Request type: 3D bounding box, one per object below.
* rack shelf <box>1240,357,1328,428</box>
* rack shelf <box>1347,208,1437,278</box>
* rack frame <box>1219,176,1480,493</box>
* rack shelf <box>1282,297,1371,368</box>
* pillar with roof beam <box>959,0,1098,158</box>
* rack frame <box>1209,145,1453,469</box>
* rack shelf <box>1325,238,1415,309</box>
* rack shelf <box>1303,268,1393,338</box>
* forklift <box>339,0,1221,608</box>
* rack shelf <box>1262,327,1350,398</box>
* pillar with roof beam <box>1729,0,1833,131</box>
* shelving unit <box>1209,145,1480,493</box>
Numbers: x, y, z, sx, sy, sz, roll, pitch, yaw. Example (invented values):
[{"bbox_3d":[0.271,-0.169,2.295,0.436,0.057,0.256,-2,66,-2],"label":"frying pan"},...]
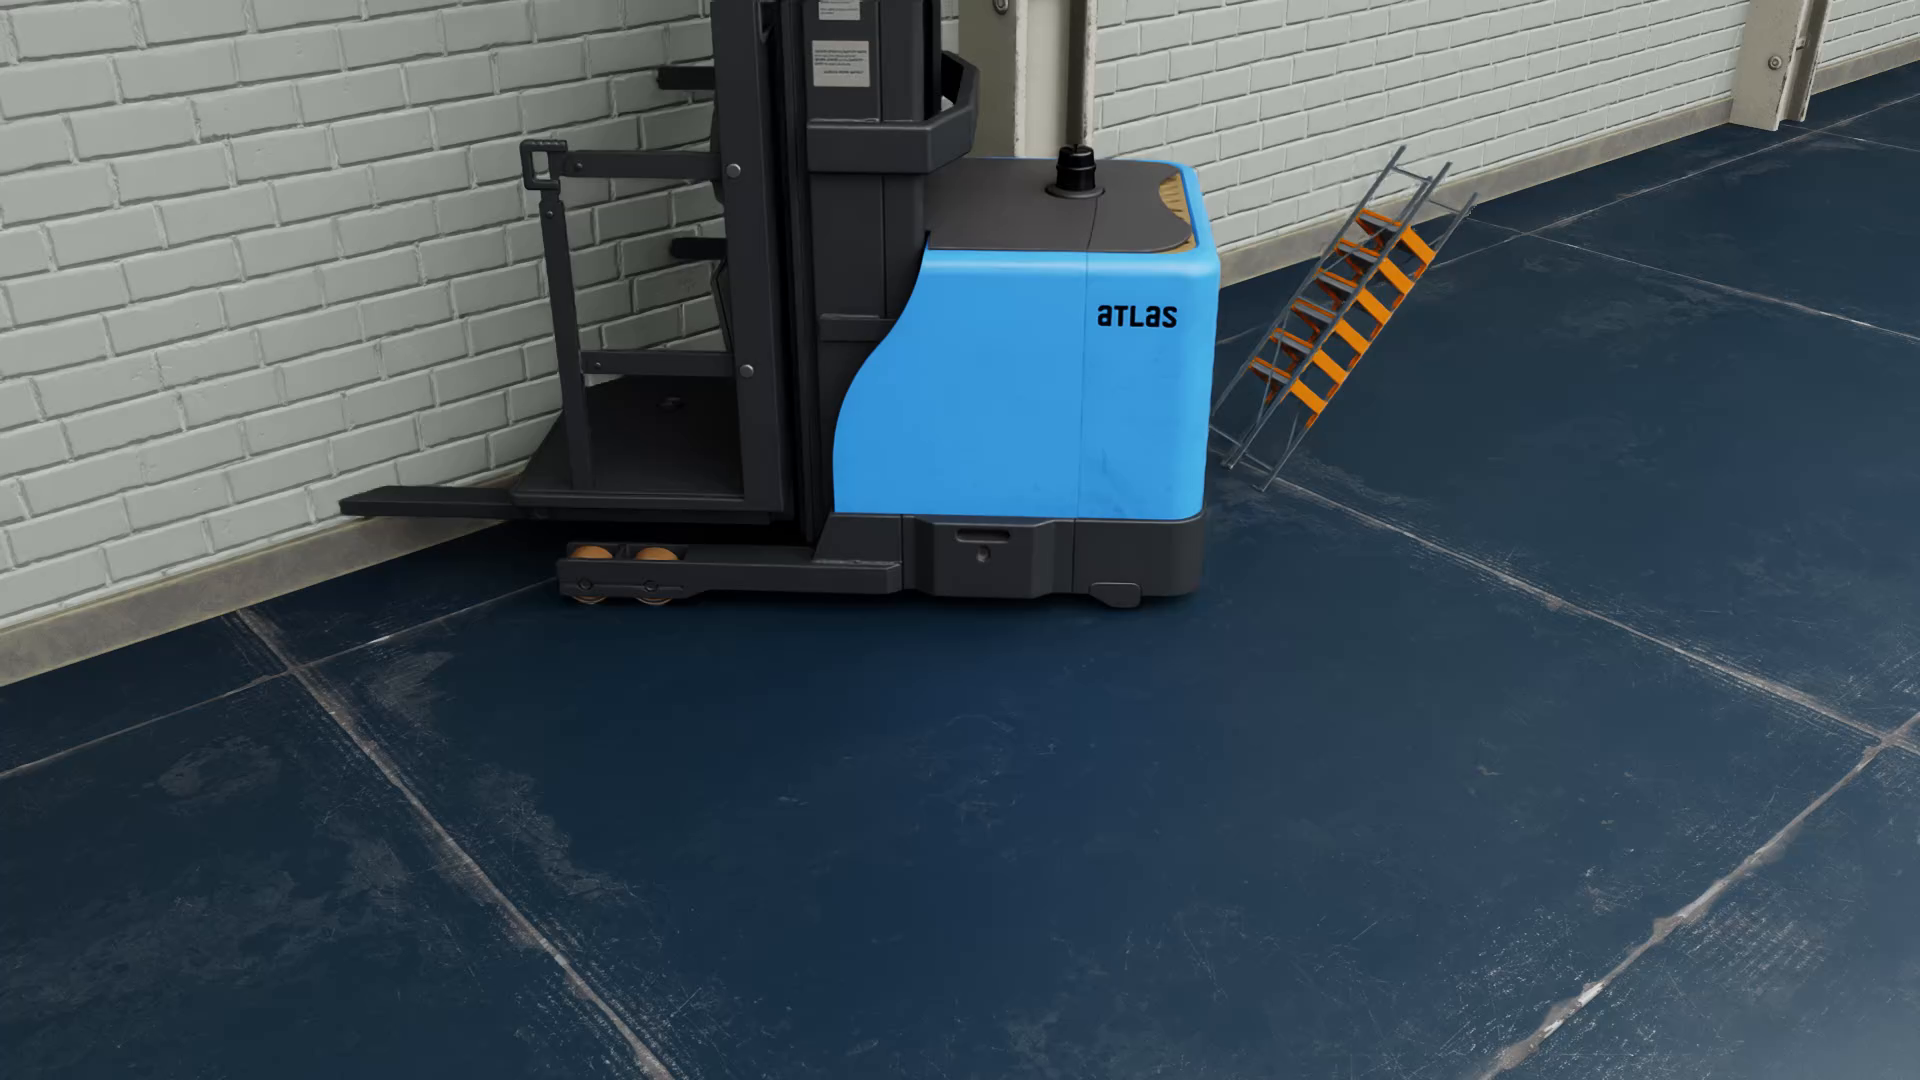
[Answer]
[{"bbox_3d":[1.071,-0.502,5.547,0.180,0.103,0.258,32,6,-39],"label":"rack shelf"},{"bbox_3d":[1.418,-0.989,5.498,0.180,0.103,0.258,32,6,-39],"label":"rack shelf"},{"bbox_3d":[1.296,-0.695,5.581,0.006,1.200,0.240,32,6,-39],"label":"rack frame"},{"bbox_3d":[1.210,-0.696,5.527,0.180,0.103,0.258,32,6,-39],"label":"rack shelf"},{"bbox_3d":[3.036,-3.097,1.497,0.400,9.000,9.100,-22,35,-35],"label":"pillar with roof beam"},{"bbox_3d":[1.175,-0.770,5.467,0.006,1.200,0.240,32,6,-39],"label":"rack frame"},{"bbox_3d":[1.349,-0.891,5.507,0.180,0.103,0.258,32,6,-39],"label":"rack shelf"},{"bbox_3d":[1.279,-0.794,5.517,0.180,0.103,0.258,32,6,-39],"label":"rack shelf"},{"bbox_3d":[-0.783,-1.349,4.665,3.031,2.935,1.130,1,28,3],"label":"forklift"},{"bbox_3d":[1.141,-0.599,5.537,0.180,0.103,0.258,32,6,-39],"label":"rack shelf"},{"bbox_3d":[7.600,-4.932,4.931,0.400,9.000,9.100,-22,35,-35],"label":"pillar with roof beam"},{"bbox_3d":[1.236,-0.732,5.524,0.189,1.200,0.258,32,6,-39],"label":"shelving unit"}]
